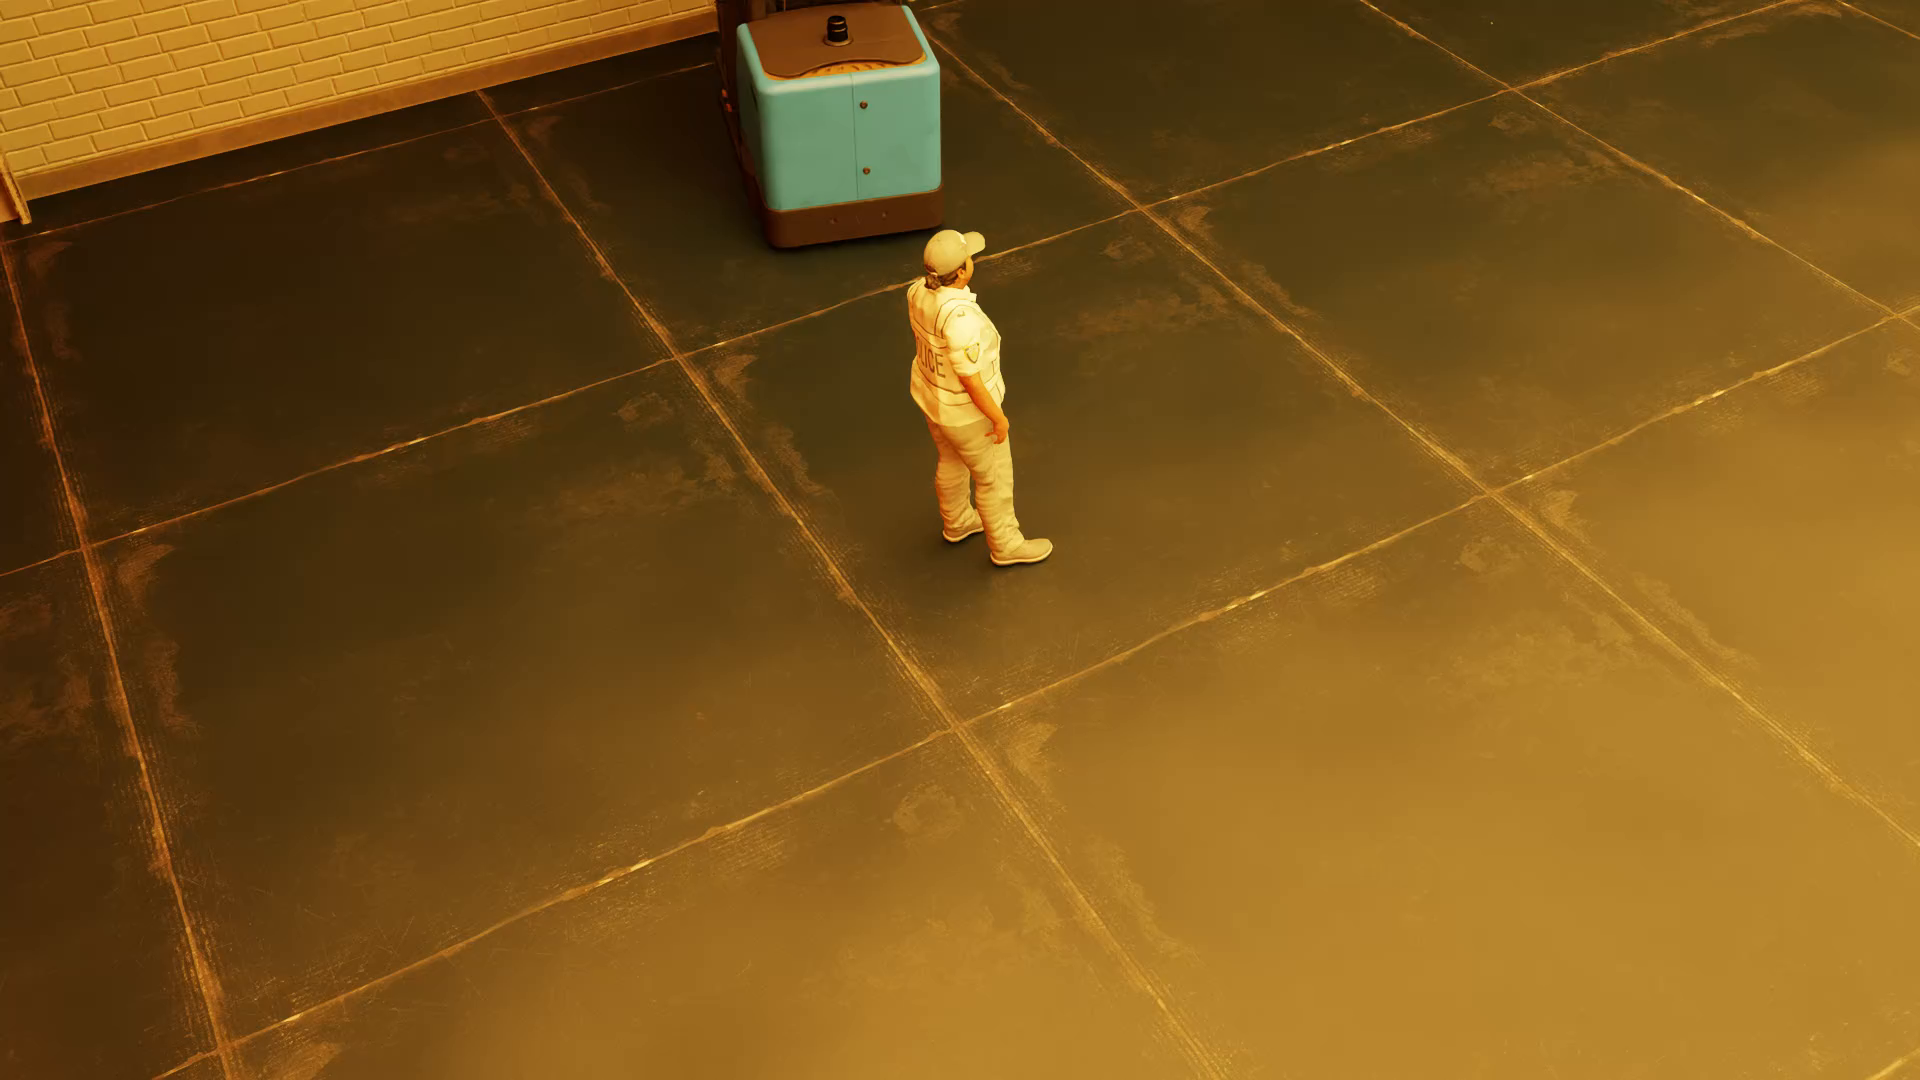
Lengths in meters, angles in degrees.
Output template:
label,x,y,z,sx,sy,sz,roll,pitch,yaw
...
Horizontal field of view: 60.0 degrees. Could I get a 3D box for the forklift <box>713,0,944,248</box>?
label,x,y,z,sx,sy,sz,roll,pitch,yaw
forklift,-0.953,-3.770,9.763,1.130,2.935,3.031,-10,44,-10

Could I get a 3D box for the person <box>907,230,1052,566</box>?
label,x,y,z,sx,sy,sz,roll,pitch,yaw
person,0.078,-0.629,7.294,0.529,1.670,0.598,-21,47,-21
